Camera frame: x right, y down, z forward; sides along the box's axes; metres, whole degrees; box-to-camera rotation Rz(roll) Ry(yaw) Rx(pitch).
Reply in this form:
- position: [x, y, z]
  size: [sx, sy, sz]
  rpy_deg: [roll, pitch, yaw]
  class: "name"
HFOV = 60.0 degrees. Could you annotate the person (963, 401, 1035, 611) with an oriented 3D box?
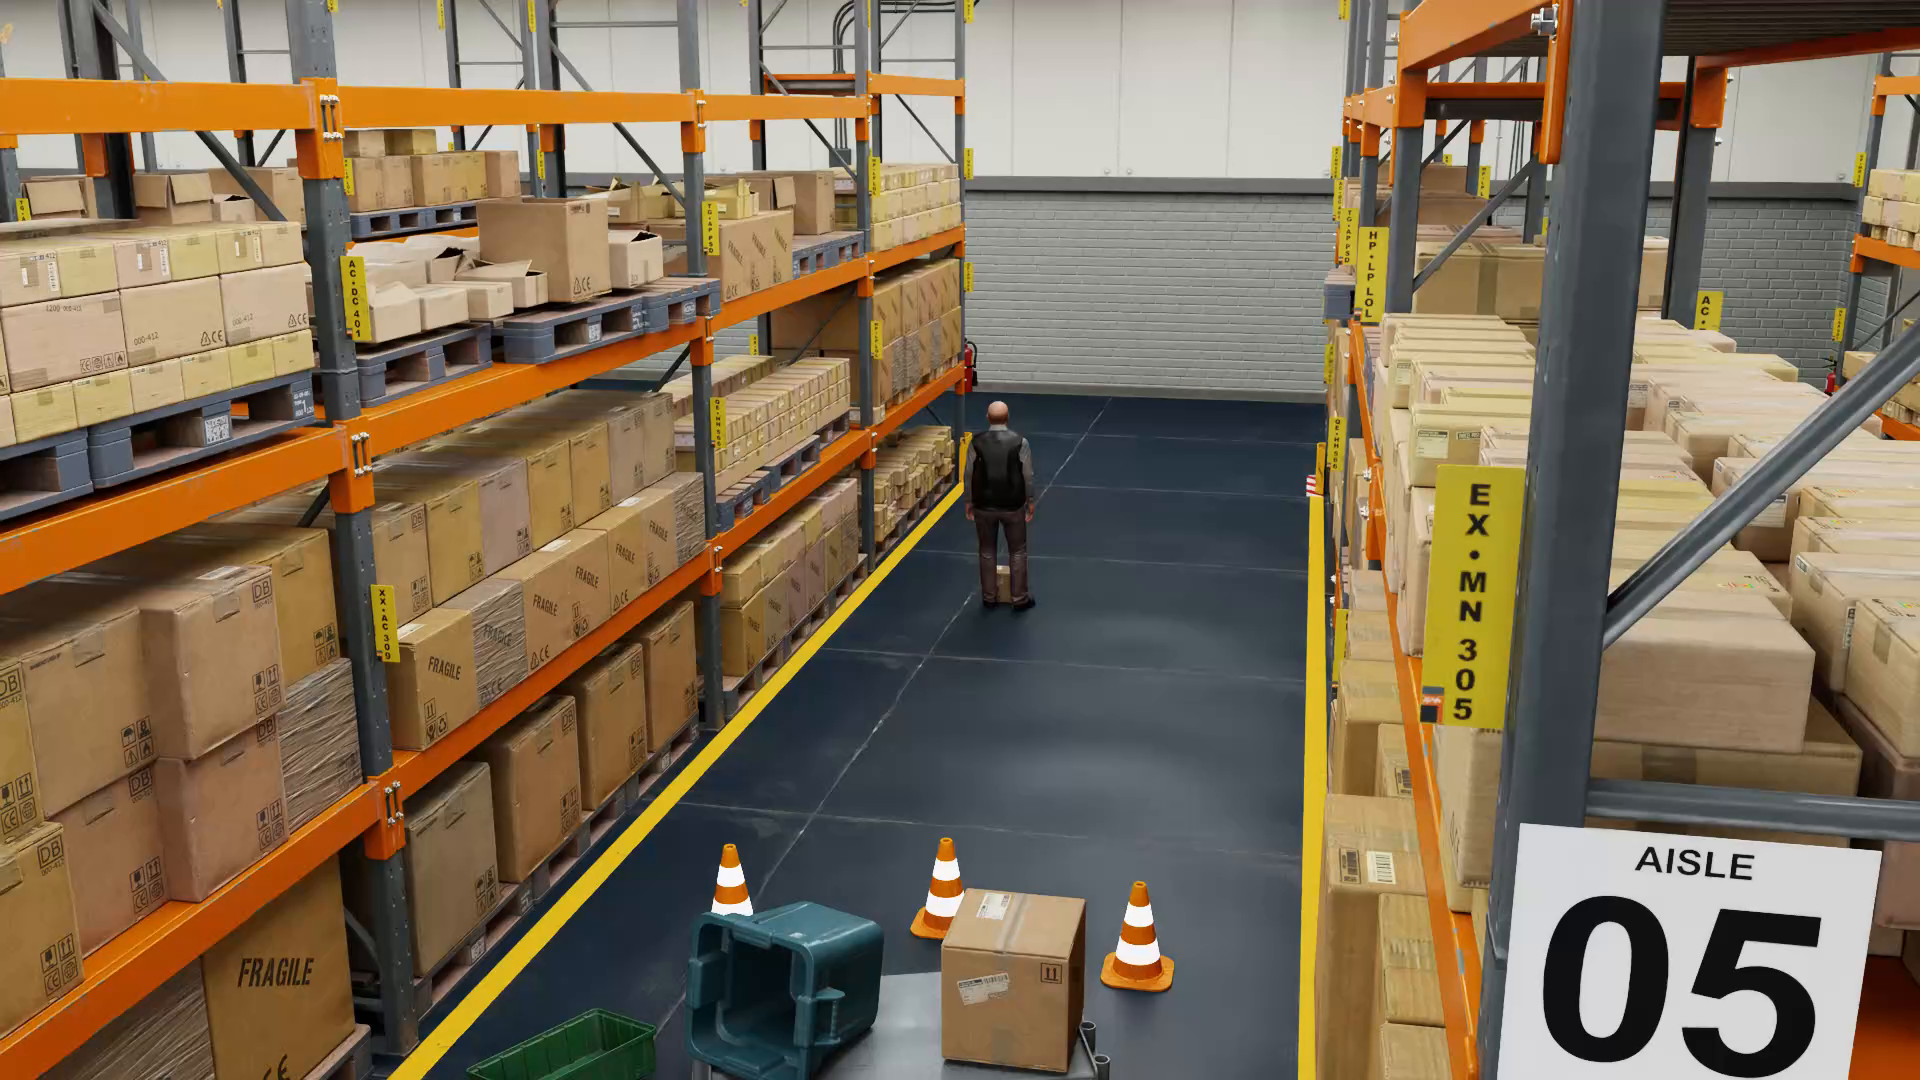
- position: [0.325, -0.278, 13.629]
  size: [0.593, 1.721, 0.473]
  rpy_deg: [2, 15, 8]
  class: "person"
